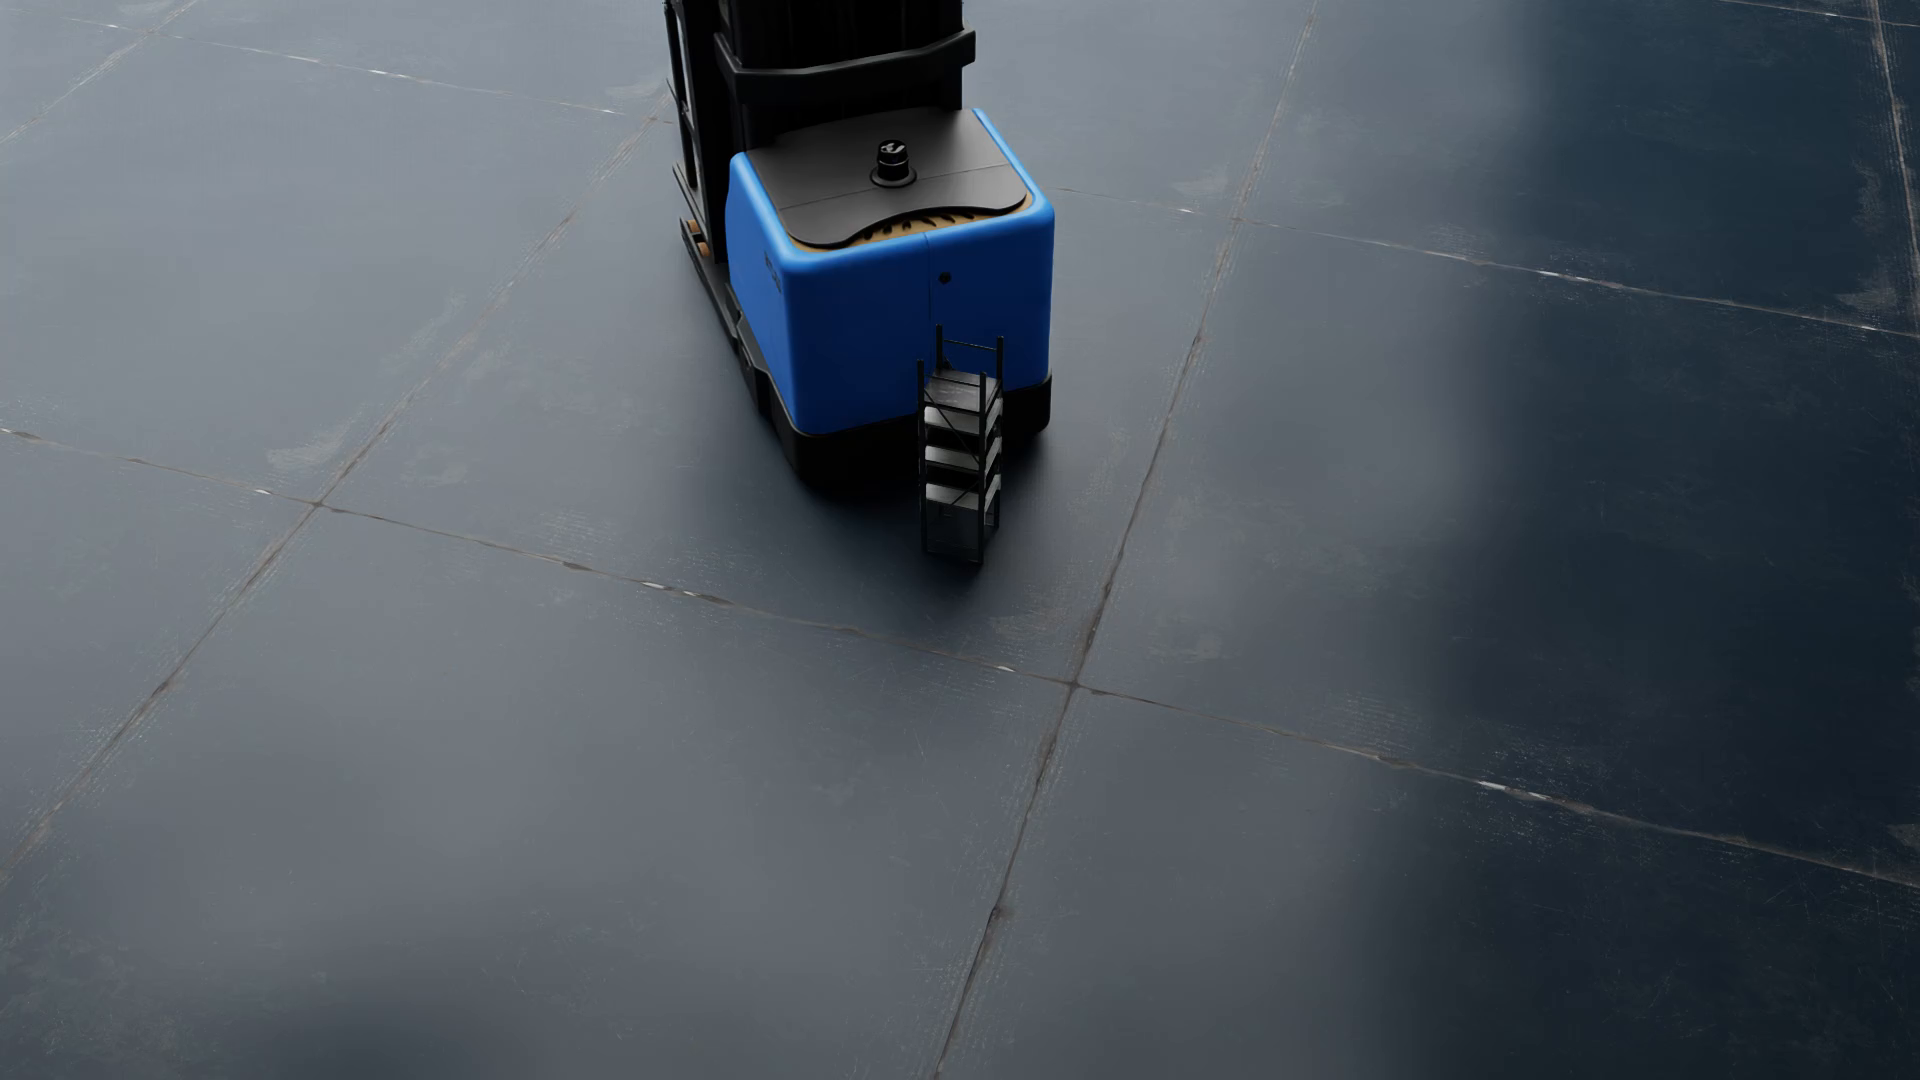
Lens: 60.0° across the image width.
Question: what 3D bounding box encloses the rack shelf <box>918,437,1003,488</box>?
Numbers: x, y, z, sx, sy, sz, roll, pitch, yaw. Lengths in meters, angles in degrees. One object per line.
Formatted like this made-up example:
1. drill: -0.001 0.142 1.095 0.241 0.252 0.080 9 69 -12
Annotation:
1. rack shelf: 0.002 -0.303 5.964 0.258 0.077 0.200 13 46 12

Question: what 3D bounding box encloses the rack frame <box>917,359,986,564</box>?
1. rack frame: -0.028 -0.259 5.872 0.240 0.900 0.006 13 46 12

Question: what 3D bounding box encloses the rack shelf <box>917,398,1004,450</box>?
1. rack shelf: 0.002 -0.432 5.838 0.258 0.077 0.200 13 46 12

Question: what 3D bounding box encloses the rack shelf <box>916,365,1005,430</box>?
1. rack shelf: 0.002 -0.496 5.775 0.258 0.077 0.200 13 46 12

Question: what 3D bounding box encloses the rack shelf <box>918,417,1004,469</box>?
1. rack shelf: 0.002 -0.368 5.901 0.258 0.077 0.200 13 46 12

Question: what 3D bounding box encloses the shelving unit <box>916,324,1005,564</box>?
1. shelving unit: 0.002 -0.327 5.941 0.258 0.900 0.210 13 46 12

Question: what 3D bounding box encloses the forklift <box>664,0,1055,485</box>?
1. forklift: -0.625 -2.307 6.512 1.130 2.935 3.031 -14 46 -14

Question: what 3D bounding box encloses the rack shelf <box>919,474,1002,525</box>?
1. rack shelf: 0.002 -0.175 6.090 0.258 0.077 0.200 13 46 12

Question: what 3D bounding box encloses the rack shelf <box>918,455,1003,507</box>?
1. rack shelf: 0.002 -0.239 6.027 0.258 0.077 0.200 13 46 12

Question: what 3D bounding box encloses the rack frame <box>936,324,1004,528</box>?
1. rack frame: 0.033 -0.395 6.010 0.240 0.900 0.006 13 46 12
